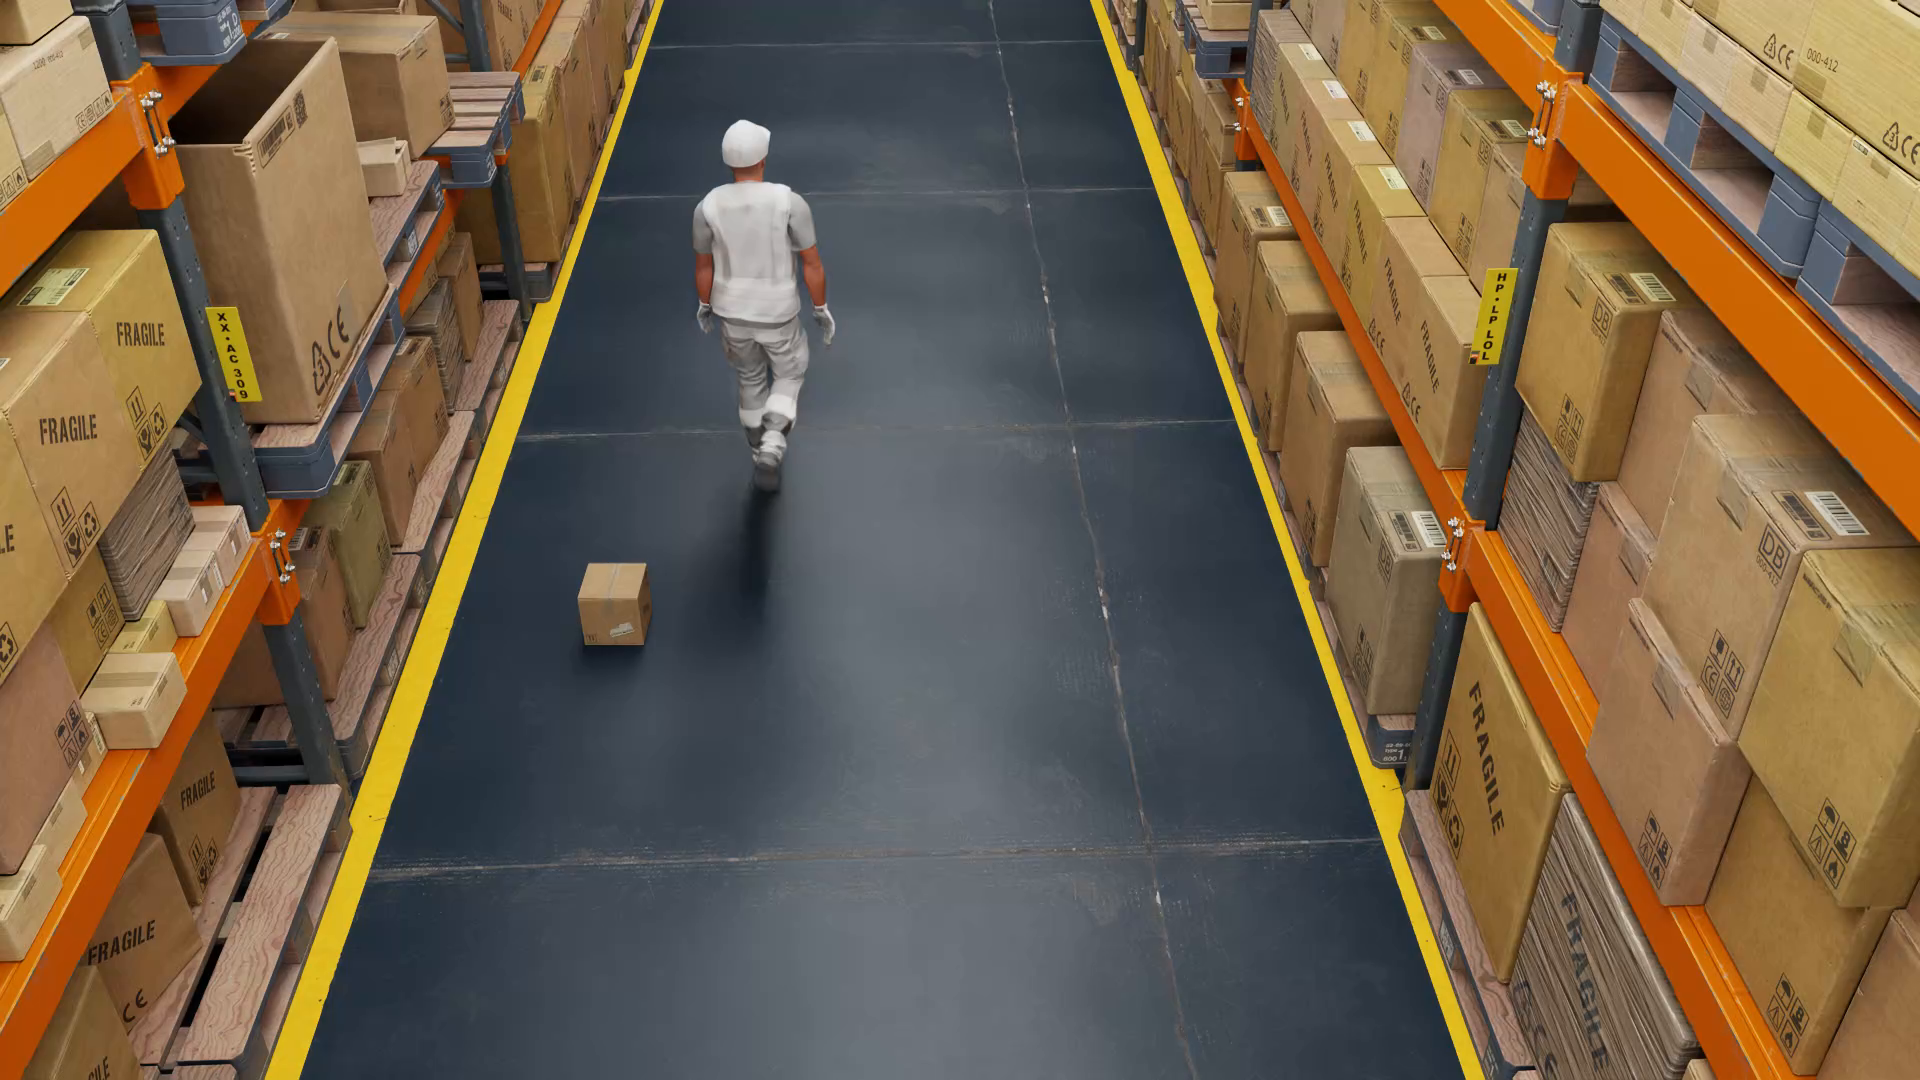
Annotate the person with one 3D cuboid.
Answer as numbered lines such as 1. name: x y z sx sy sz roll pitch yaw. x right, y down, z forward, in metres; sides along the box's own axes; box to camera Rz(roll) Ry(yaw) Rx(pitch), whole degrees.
1. person: -0.901 -1.011 7.566 0.659 1.769 0.705 1 35 2
